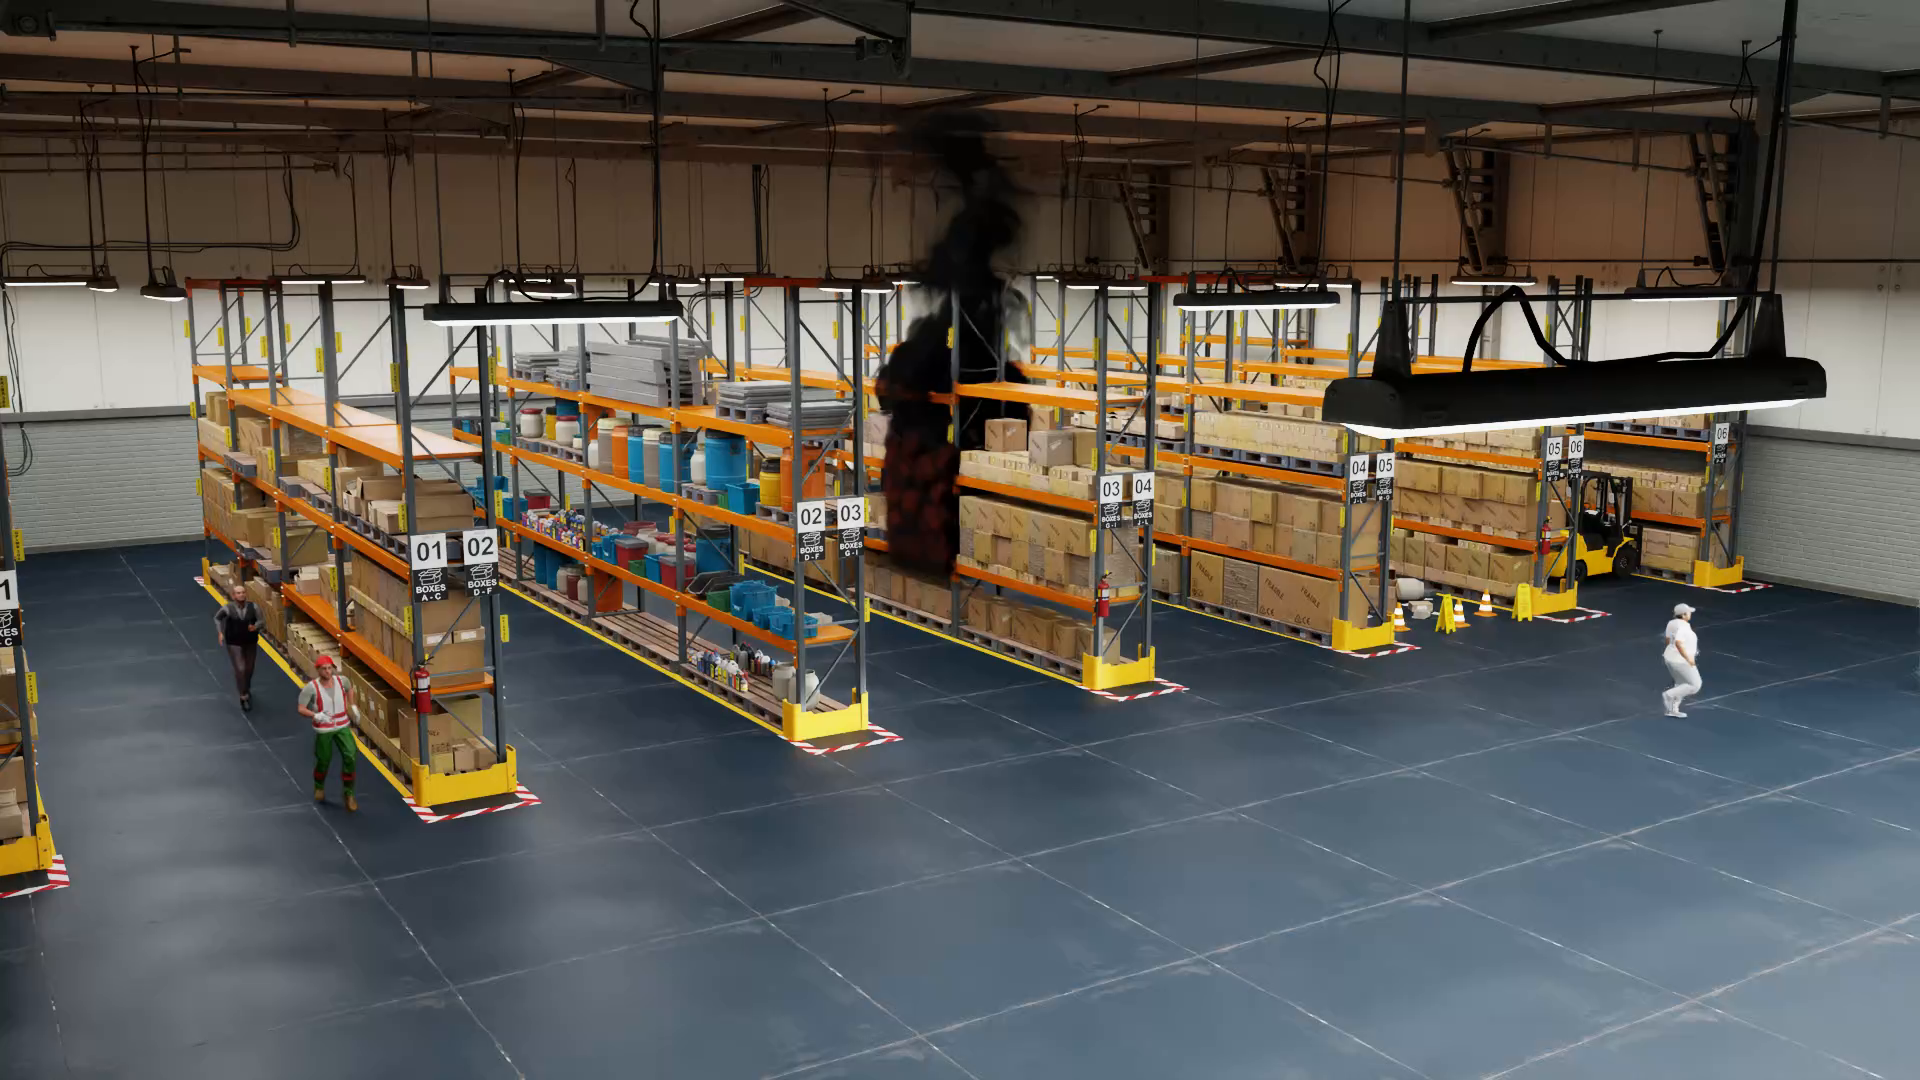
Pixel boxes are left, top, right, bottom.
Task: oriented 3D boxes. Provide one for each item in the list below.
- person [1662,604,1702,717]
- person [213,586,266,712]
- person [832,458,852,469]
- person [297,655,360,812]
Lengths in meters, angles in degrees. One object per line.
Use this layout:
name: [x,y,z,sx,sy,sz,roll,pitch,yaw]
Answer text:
person: [10.038,1.684,23.167,0.549,1.623,0.608,0,10,-1]
person: [-10.244,1.503,23.759,0.657,1.733,0.879,-7,12,-36]
person: [-2.968,-1.377,40.984,0.694,1.764,0.681,4,10,21]
person: [-7.335,2.227,19.383,0.708,1.836,0.760,-7,12,-37]
